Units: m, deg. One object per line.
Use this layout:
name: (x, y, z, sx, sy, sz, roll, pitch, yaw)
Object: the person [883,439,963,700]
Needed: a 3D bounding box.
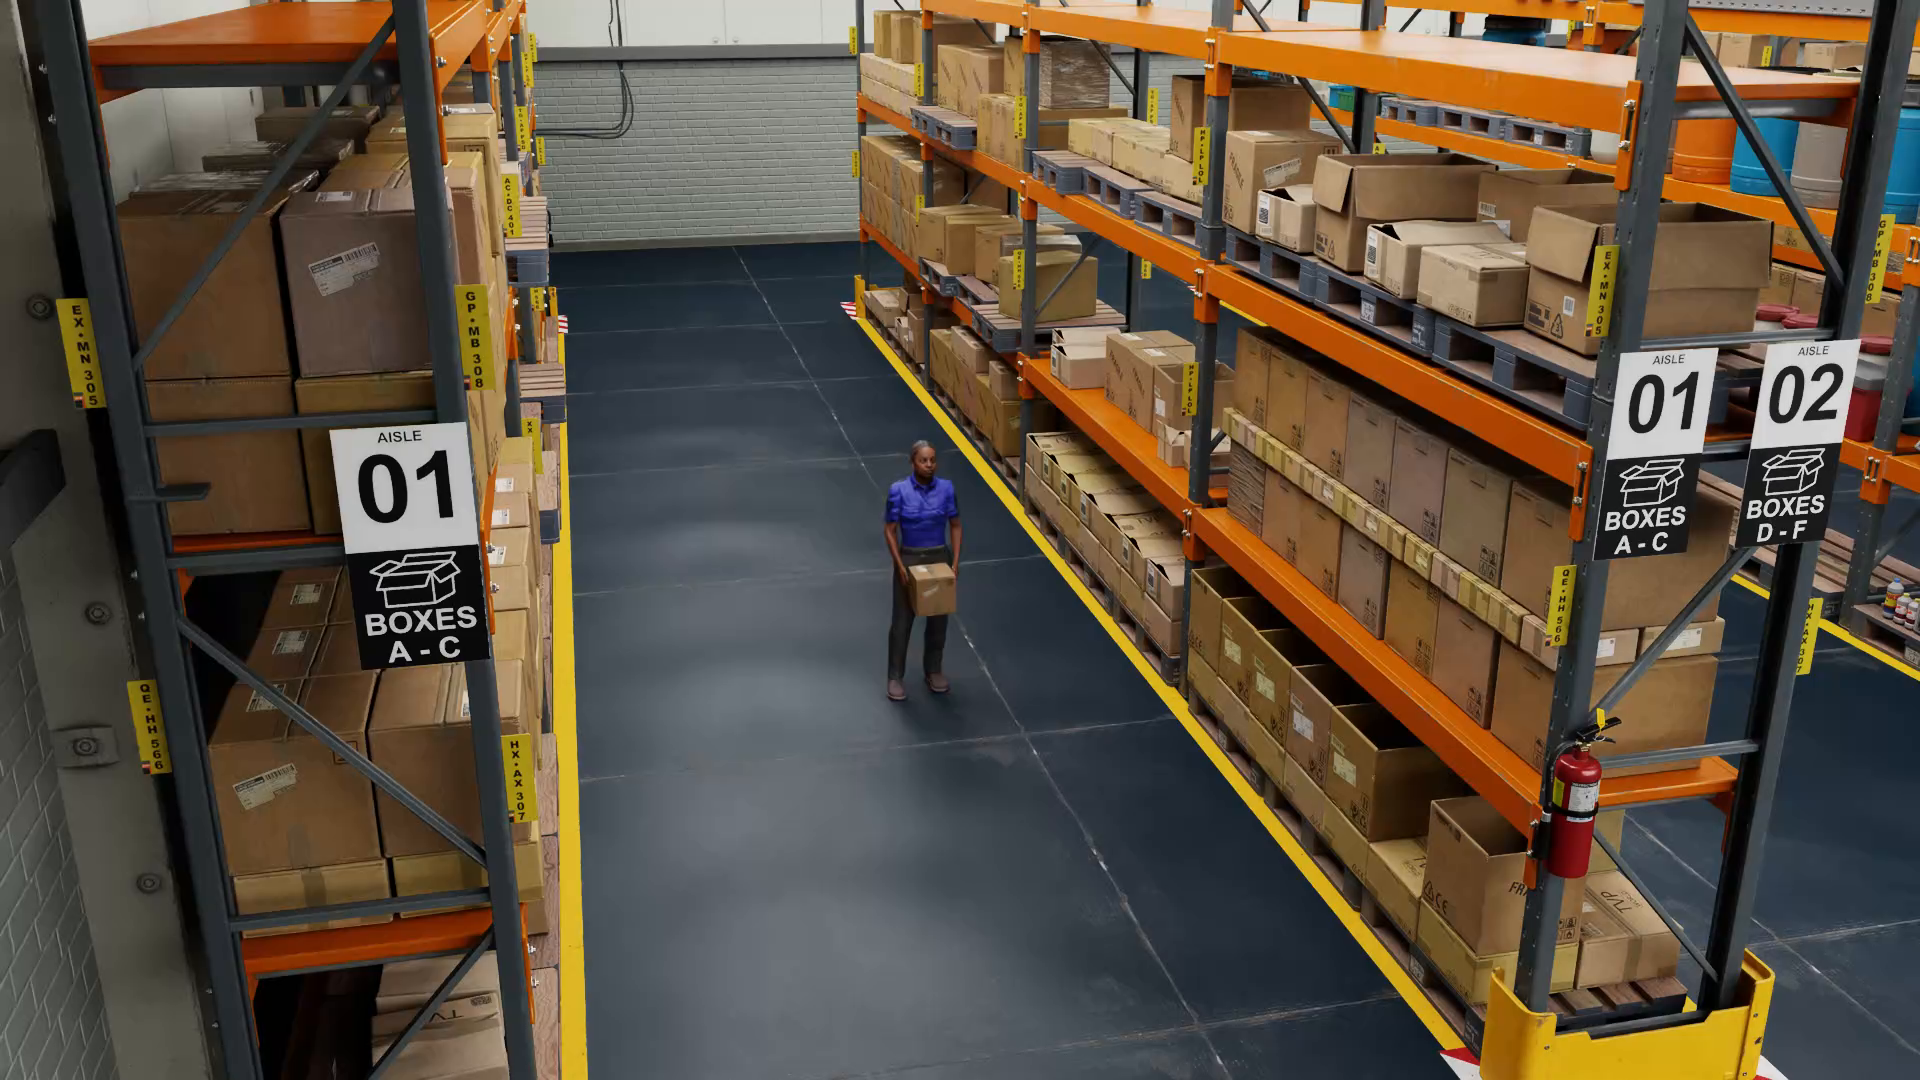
person: (-0.228, 0.186, 10.556, 0.530, 1.658, 0.389, -5, 20, -12)
